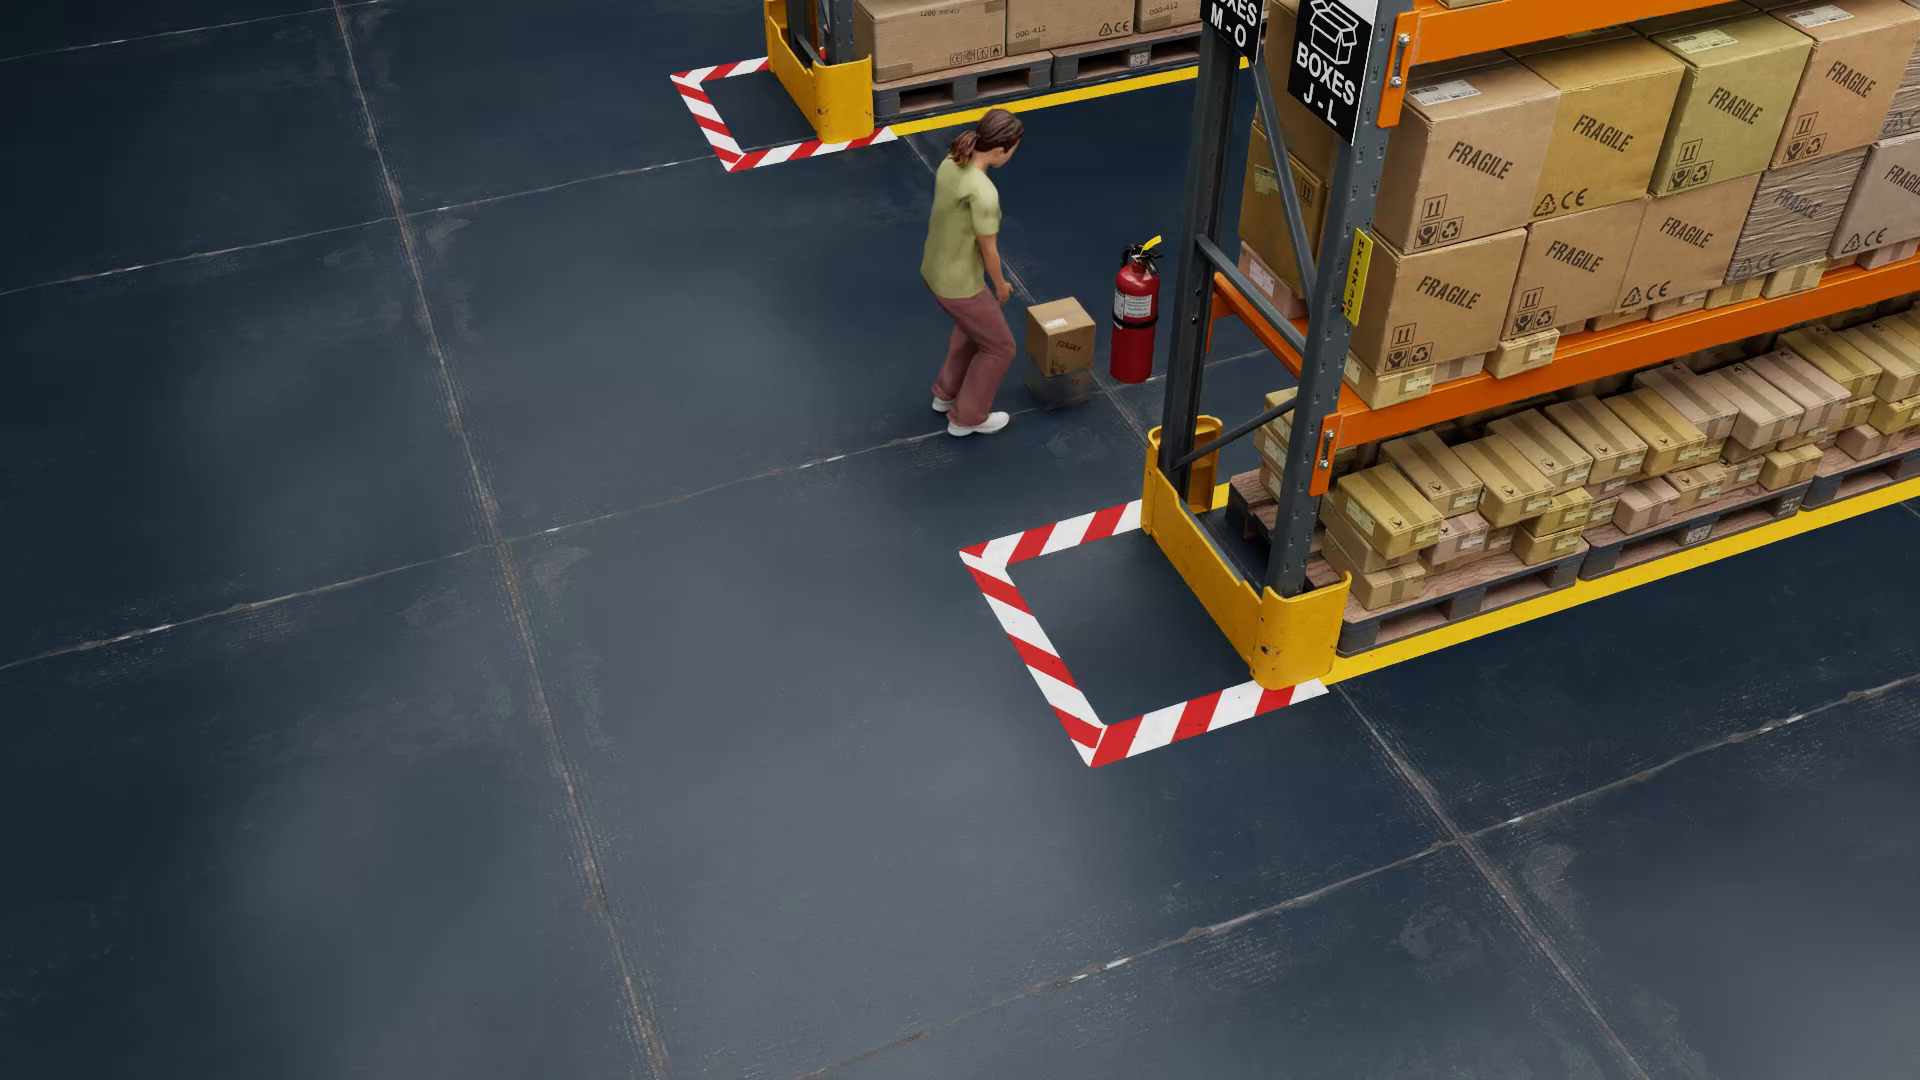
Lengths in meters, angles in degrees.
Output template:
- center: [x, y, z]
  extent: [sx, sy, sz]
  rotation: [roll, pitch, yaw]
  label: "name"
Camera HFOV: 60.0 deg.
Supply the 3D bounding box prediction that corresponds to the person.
- center: [0.053, -1.220, 7.604]
  extent: [0.467, 1.573, 0.486]
  rotation: [-15, 44, -16]
  label: "person"
